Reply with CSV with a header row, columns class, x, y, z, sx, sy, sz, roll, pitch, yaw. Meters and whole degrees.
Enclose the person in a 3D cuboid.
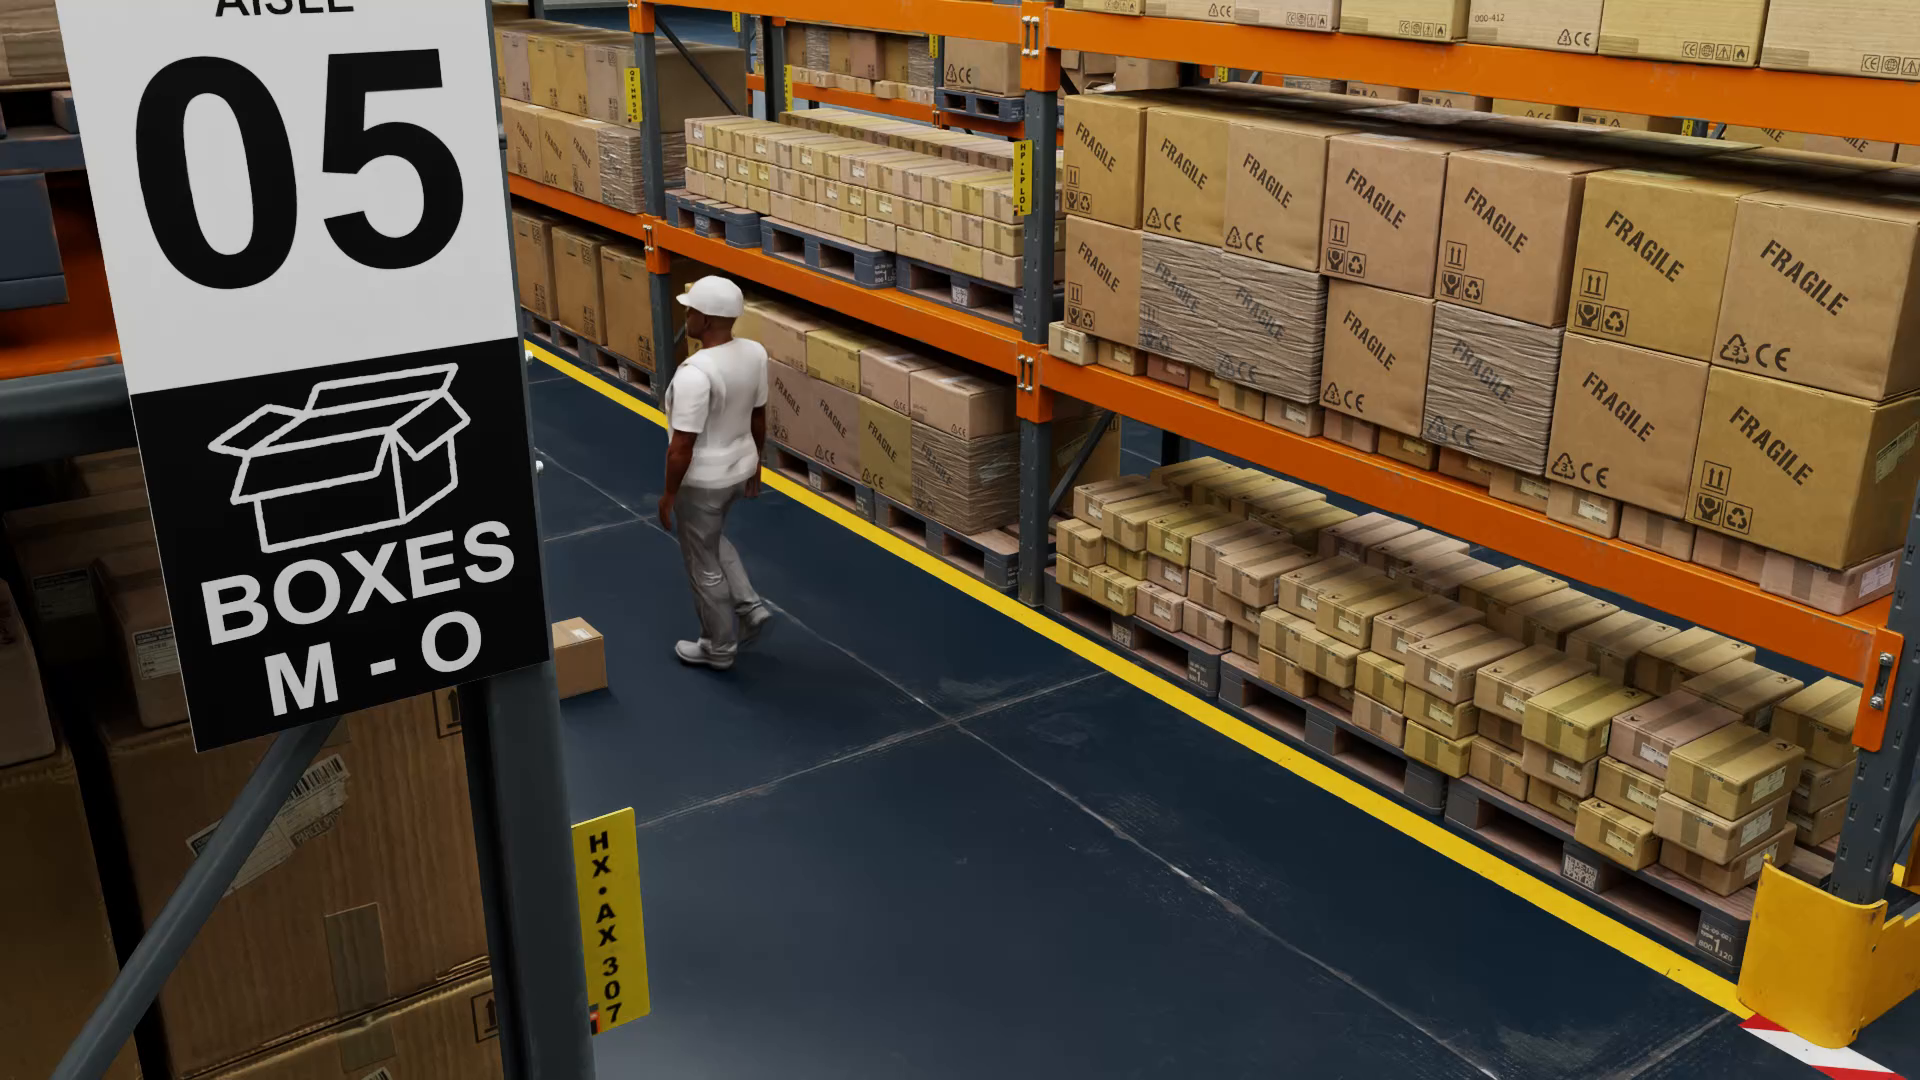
class,x,y,z,sx,sy,sz,roll,pitch,yaw
person,-1.107,-0.283,7.228,0.468,1.760,0.607,11,24,25
